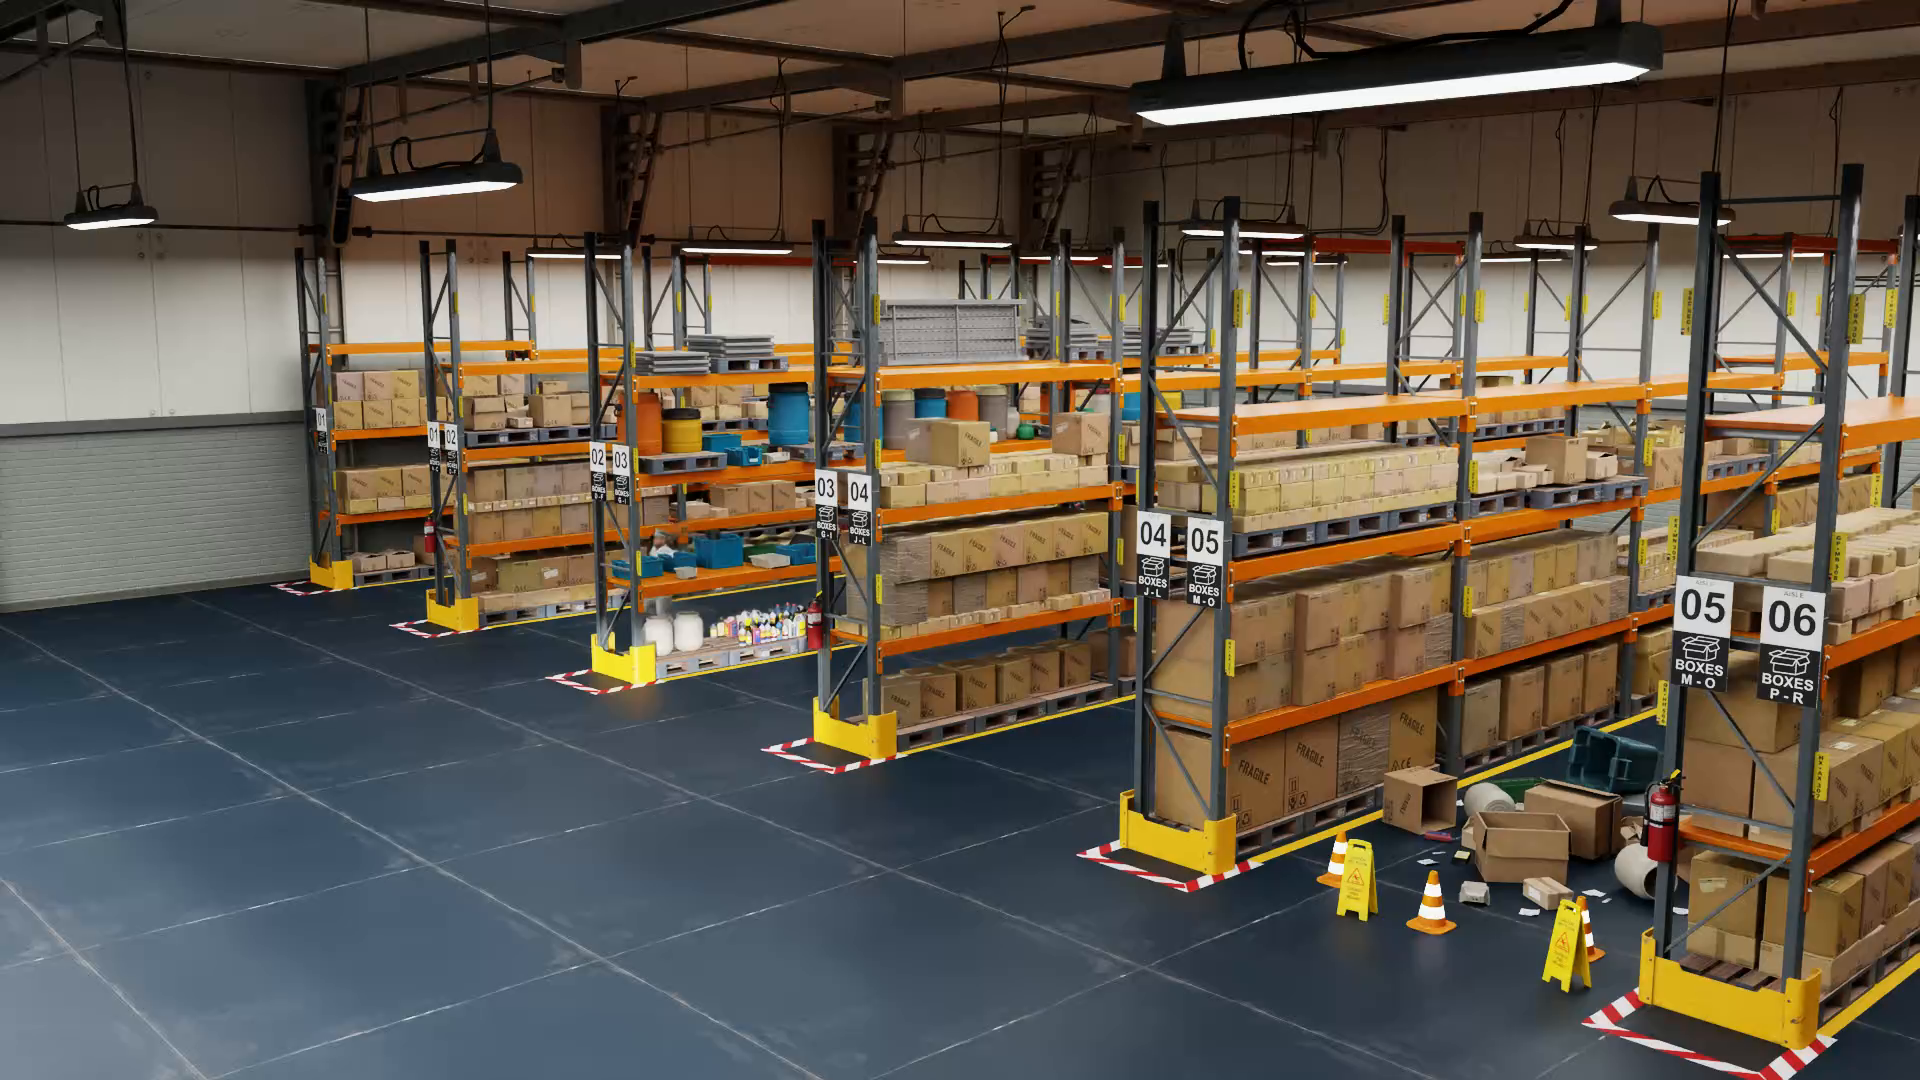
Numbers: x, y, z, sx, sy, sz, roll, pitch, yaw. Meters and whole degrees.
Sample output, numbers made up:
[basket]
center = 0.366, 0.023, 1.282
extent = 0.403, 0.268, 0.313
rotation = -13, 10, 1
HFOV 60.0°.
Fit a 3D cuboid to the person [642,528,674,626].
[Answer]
[person]
center = -4.507, 0.682, 24.718
extent = 0.650, 1.743, 0.611
rotation = 8, 11, 42
